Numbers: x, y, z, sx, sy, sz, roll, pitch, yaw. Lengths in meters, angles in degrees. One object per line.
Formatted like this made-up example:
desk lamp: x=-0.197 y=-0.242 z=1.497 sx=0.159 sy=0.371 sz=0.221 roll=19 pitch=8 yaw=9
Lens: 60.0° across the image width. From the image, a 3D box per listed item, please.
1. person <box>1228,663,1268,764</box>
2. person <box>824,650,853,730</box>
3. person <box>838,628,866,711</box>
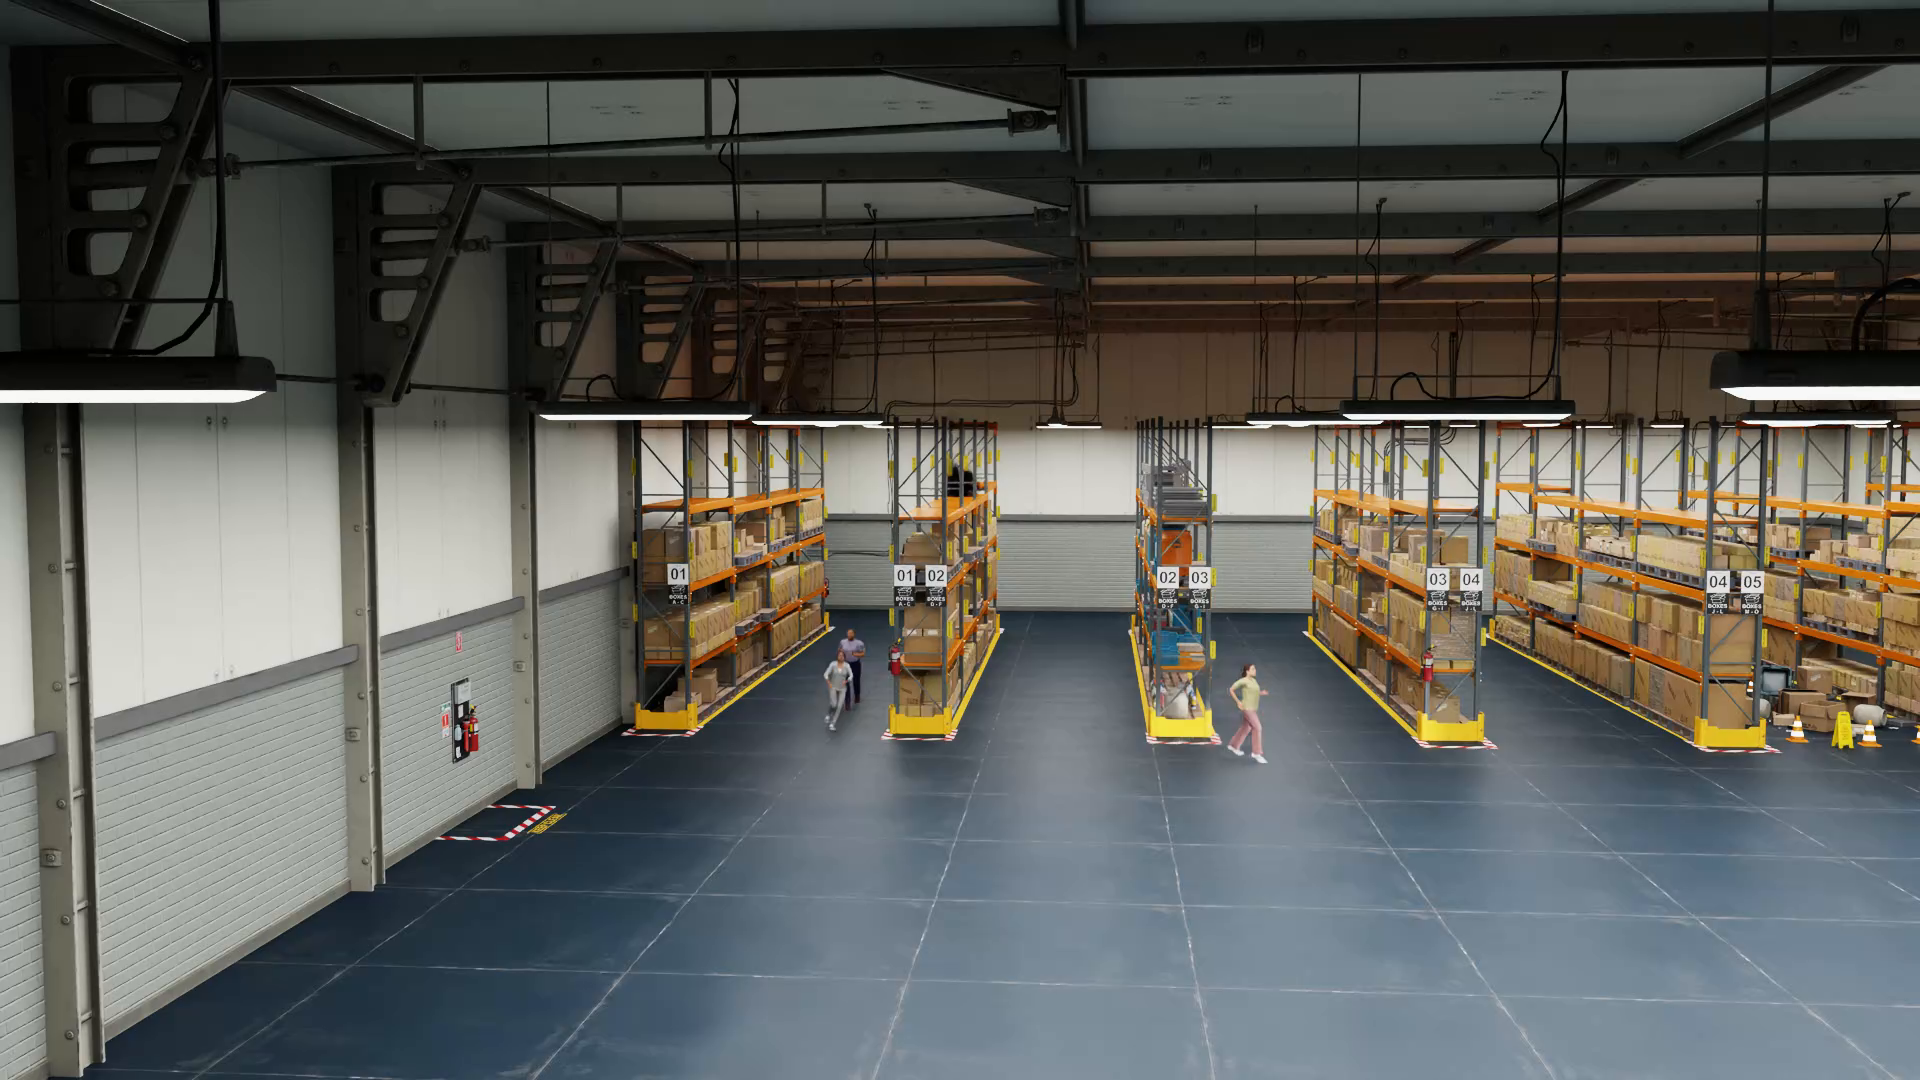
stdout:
person: x=5.015 y=2.988 z=28.934 sx=0.807 sy=1.720 sz=0.551 roll=3 pitch=5 yaw=34
person: x=-2.315 y=2.881 z=31.946 sx=0.556 sy=1.529 sz=0.481 roll=-1 pitch=4 yaw=-13
person: x=-2.236 y=2.641 z=34.353 sx=0.599 sy=1.638 sz=0.919 roll=0 pitch=4 yaw=3
